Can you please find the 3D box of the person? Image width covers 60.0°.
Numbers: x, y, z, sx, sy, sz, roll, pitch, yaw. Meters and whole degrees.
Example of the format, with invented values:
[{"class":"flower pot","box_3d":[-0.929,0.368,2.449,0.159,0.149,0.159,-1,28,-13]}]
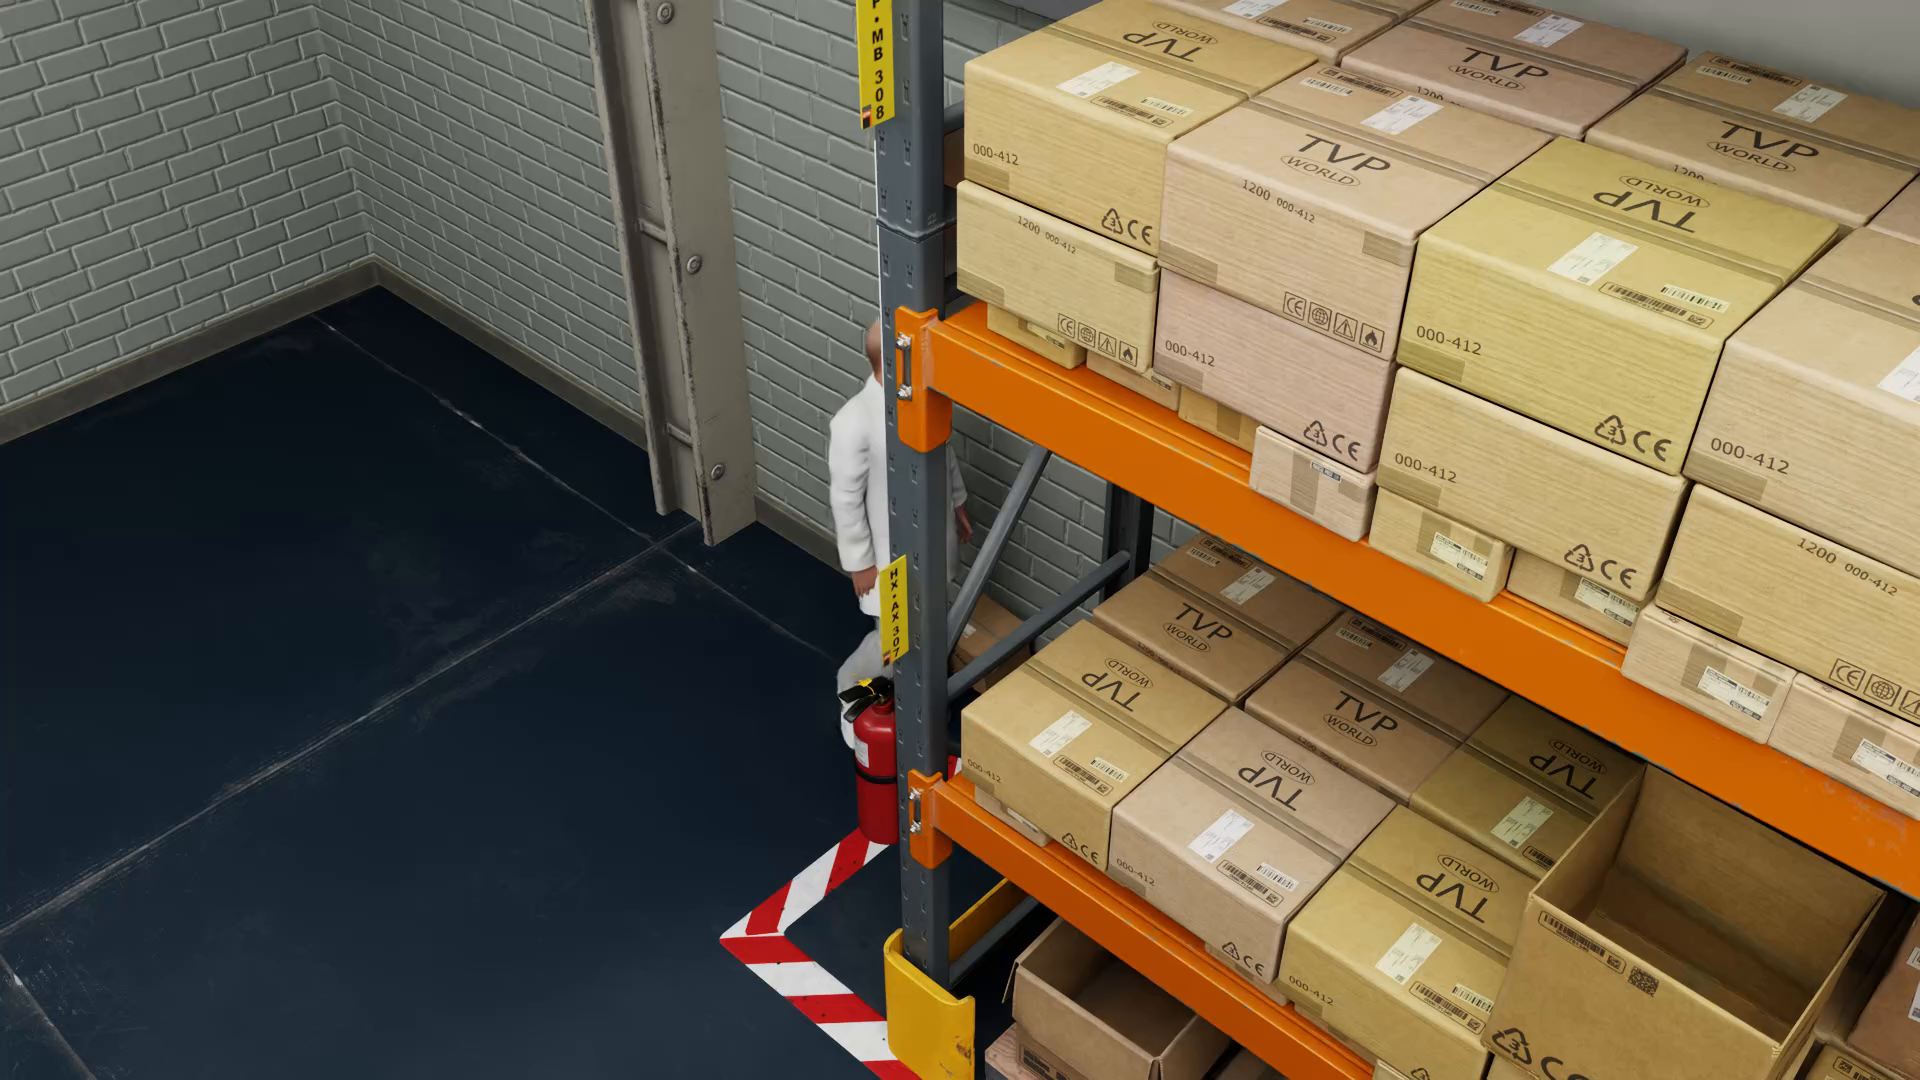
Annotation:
[{"class":"person","box_3d":[-0.217,-0.009,6.163,0.469,1.769,0.675,29,47,31]}]
